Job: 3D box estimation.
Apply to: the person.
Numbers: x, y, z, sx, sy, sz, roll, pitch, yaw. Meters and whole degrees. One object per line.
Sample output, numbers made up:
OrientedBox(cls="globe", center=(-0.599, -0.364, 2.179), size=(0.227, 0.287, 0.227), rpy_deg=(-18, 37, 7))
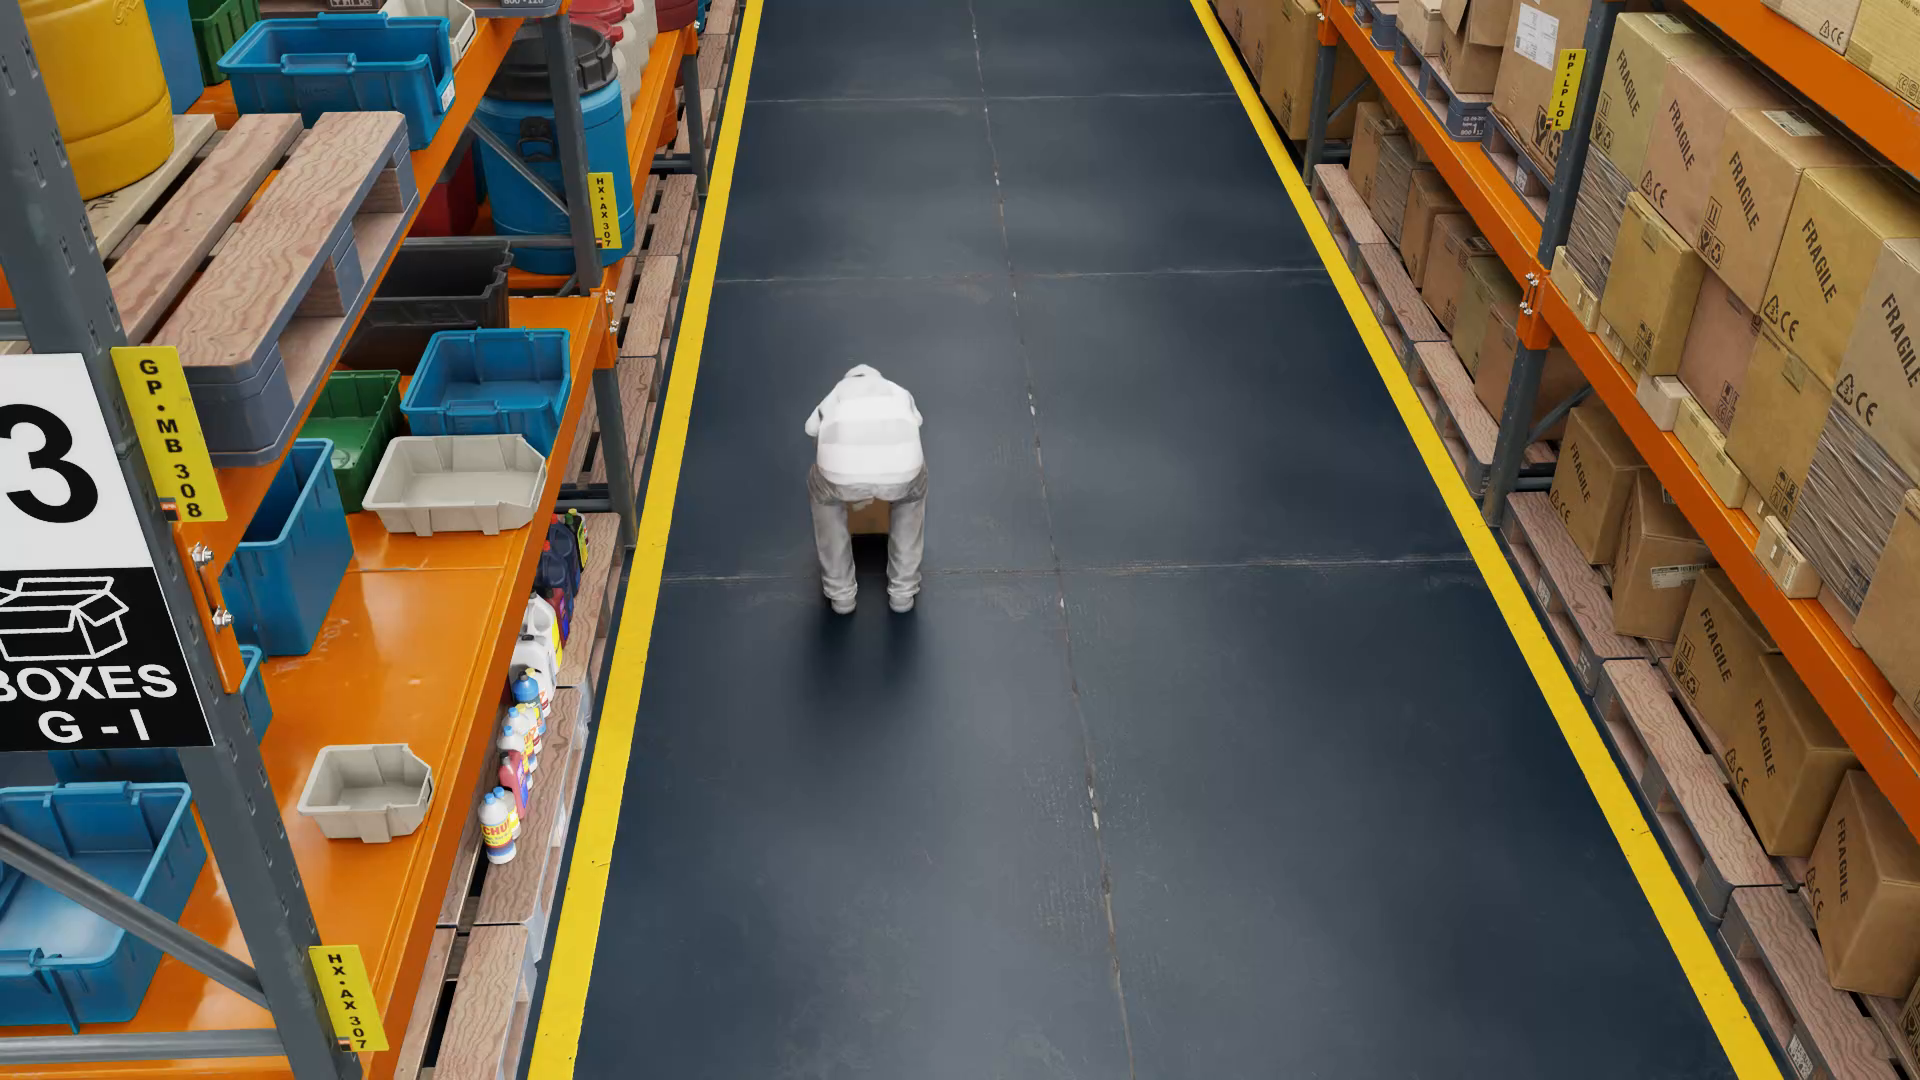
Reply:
OrientedBox(cls="person", center=(-0.403, -0.273, 7.198), size=(0.520, 1.000, 0.982), rpy_deg=(-3, 35, -4))
